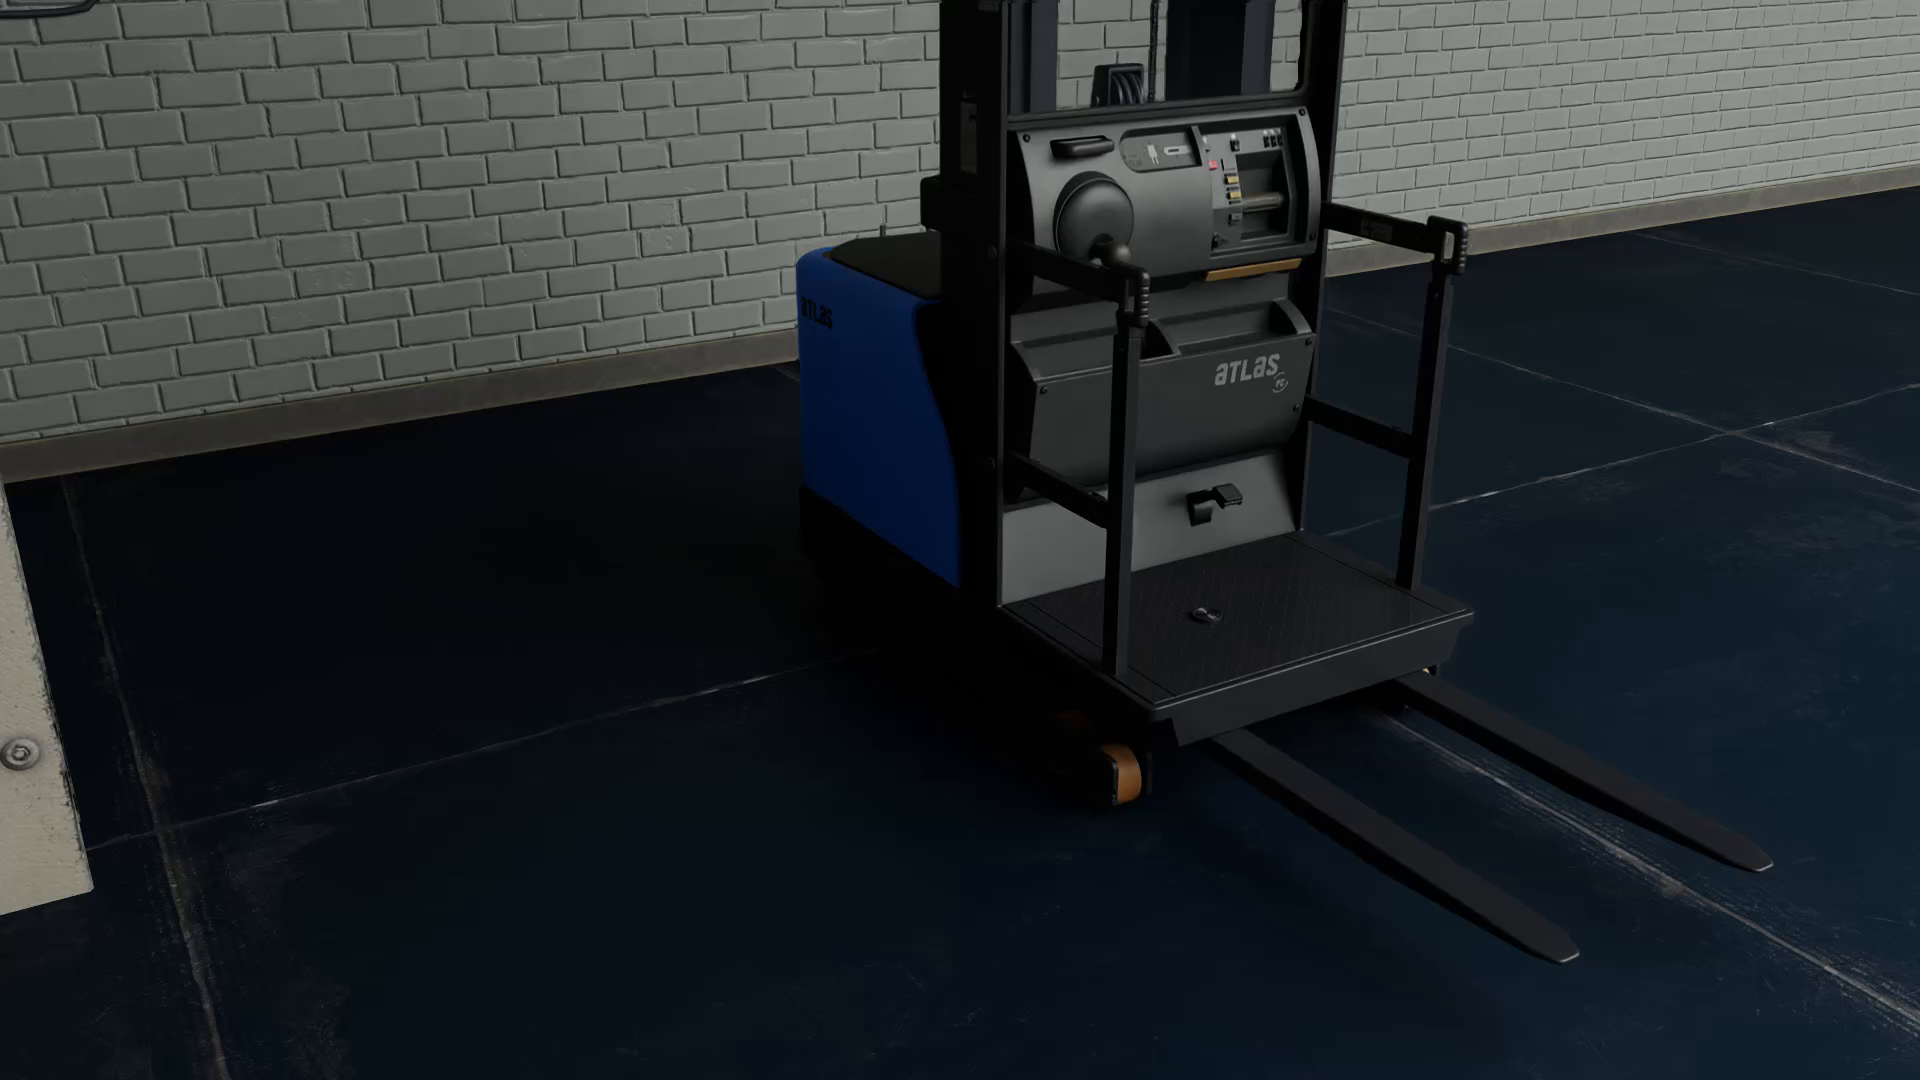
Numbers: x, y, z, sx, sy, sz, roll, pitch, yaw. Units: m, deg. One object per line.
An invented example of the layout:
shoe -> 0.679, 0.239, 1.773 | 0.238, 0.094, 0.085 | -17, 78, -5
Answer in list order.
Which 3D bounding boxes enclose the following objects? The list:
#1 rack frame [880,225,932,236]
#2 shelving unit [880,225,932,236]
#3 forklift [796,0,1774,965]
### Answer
rack frame -> -0.185, -0.601, 5.897 | 0.200, 1.050, 0.008 | -13, 25, -29
shelving unit -> -0.122, -0.562, 5.800 | 0.215, 1.050, 0.252 | -13, 25, -29
forklift -> 0.663, -0.887, 4.101 | 1.130, 2.935, 3.031 | -13, 25, -29
